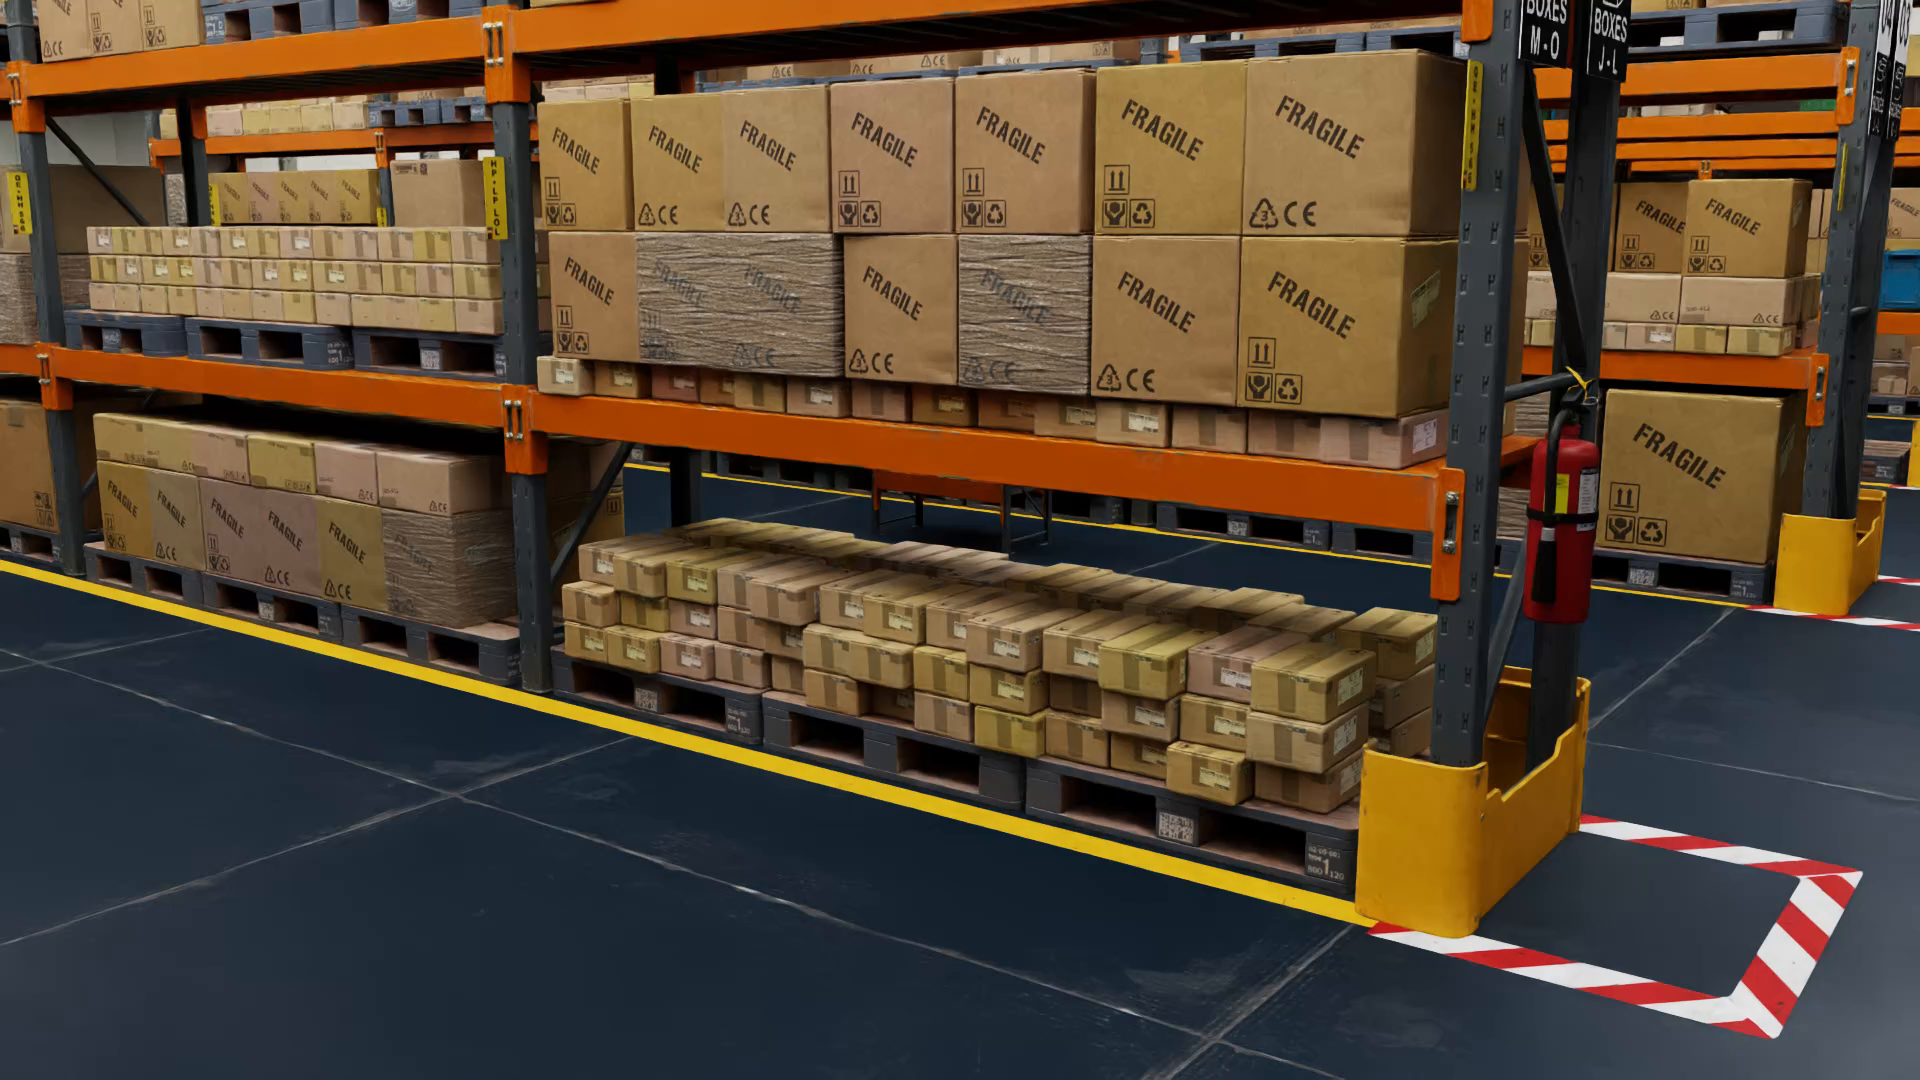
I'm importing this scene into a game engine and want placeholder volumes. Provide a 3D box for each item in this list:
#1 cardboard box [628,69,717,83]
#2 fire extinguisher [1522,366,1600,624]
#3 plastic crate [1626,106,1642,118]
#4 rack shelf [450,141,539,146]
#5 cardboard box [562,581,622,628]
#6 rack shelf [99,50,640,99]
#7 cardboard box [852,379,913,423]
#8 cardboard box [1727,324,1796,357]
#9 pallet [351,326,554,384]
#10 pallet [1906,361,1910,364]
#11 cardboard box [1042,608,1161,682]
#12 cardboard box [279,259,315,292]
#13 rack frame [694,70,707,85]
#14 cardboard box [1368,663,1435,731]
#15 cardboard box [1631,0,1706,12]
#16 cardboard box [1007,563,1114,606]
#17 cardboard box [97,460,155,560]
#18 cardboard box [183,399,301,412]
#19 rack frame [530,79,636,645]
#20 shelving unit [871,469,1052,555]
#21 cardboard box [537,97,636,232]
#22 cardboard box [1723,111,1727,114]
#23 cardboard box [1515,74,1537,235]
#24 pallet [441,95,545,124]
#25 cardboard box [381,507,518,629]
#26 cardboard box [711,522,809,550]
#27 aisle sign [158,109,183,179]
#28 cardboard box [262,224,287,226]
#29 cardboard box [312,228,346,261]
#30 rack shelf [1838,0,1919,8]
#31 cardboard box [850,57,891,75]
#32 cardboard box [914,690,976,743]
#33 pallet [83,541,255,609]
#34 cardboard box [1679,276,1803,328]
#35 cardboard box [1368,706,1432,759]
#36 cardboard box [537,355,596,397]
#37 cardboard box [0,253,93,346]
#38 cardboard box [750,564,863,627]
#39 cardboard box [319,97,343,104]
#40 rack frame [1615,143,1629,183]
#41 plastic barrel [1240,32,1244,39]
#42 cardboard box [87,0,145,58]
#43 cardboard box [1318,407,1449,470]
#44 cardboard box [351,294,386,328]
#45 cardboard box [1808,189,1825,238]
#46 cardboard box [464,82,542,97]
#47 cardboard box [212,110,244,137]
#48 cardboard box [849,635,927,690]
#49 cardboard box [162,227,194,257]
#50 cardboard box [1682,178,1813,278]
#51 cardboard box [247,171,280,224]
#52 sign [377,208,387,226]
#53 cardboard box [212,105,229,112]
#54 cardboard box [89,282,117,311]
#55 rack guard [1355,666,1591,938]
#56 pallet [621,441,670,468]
[{"bbox_3d":[-2.281,-3.871,13.164,0.500,0.500,0.500,8,14,37],"label":"cardboard box"},{"bbox_3d":[1.612,-0.121,4.442,0.183,0.674,0.296,8,13,36],"label":"fire extinguisher"},{"bbox_3d":[5.658,-3.655,14.323,0.466,0.136,0.293,8,13,36],"label":"plastic crate"},{"bbox_3d":[-3.360,-3.528,14.353,3.809,0.124,0.919,8,13,36],"label":"rack shelf"},{"bbox_3d":[-1.439,0.247,6.974,0.250,0.149,0.380,9,14,38],"label":"cardboard box"},{"bbox_3d":[-3.154,-2.331,8.162,3.809,0.124,0.919,8,13,36],"label":"rack shelf"},{"bbox_3d":[-0.173,-0.522,5.990,0.250,0.149,0.380,9,14,38],"label":"cardboard box"},{"bbox_3d":[4.218,-1.055,8.747,0.250,0.149,0.380,8,14,37],"label":"cardboard box"},{"bbox_3d":[-2.072,-0.905,7.813,1.213,0.211,1.003,8,13,36],"label":"pallet"},{"bbox_3d":[12.805,-2.172,21.204,1.213,0.211,1.003,8,13,36],"label":"pallet"},{"bbox_3d":[0.482,0.354,5.634,0.250,0.149,0.380,7,13,33],"label":"cardboard box"},{"bbox_3d":[-3.044,-1.282,8.029,0.250,0.149,0.380,8,14,36],"label":"cardboard box"},{"bbox_3d":[-1.748,-5.034,12.856,0.127,3.000,1.000,8,13,36],"label":"rack frame"},{"bbox_3d":[1.412,0.508,5.621,0.250,0.149,0.380,9,14,38],"label":"cardboard box"},{"bbox_3d":[3.867,-3.098,9.115,0.500,0.500,0.700,7,13,33],"label":"cardboard box"},{"bbox_3d":[0.389,0.205,6.408,0.250,0.149,0.380,8,14,36],"label":"cardboard box"},{"bbox_3d":[-4.347,-0.201,9.145,0.500,0.500,0.500,7,13,33],"label":"cardboard box"},{"bbox_3d":[-4.059,-0.651,9.496,0.500,0.250,0.500,8,13,34],"label":"cardboard box"},{"bbox_3d":[-1.540,-0.891,7.238,0.053,2.616,0.949,8,13,36],"label":"rack frame"},{"bbox_3d":[0.005,-0.552,10.419,1.048,1.125,0.538,8,13,36],"label":"shelving unit"},{"bbox_3d":[-1.322,-1.488,6.648,0.500,0.500,0.500,8,14,37],"label":"cardboard box"},{"bbox_3d":[8.387,-4.592,17.552,0.500,0.250,0.500,8,13,36],"label":"cardboard box"},{"bbox_3d":[1.478,-1.218,5.249,0.500,0.500,0.500,8,13,35],"label":"cardboard box"},{"bbox_3d":[-2.456,-2.806,13.685,4.091,1.712,1.213,8,13,36],"label":"pallet"},{"bbox_3d":[-2.287,0.086,7.664,0.500,0.500,0.500,8,13,34],"label":"cardboard box"},{"bbox_3d":[-0.871,0.034,7.292,0.250,0.149,0.380,8,14,36],"label":"cardboard box"},{"bbox_3d":[-8.424,-4.225,17.627,0.004,0.787,0.394,8,13,36],"label":"aisle sign"},{"bbox_3d":[-6.522,-2.958,16.876,0.500,0.500,0.875,8,13,36],"label":"cardboard box"},{"bbox_3d":[-2.813,-1.398,7.847,0.250,0.149,0.380,7,13,34],"label":"cardboard box"},{"bbox_3d":[8.954,-5.520,17.275,4.000,0.370,1.077,8,13,36],"label":"rack shelf"},{"bbox_3d":[-0.466,-3.675,12.362,0.500,0.500,0.500,9,14,39],"label":"cardboard box"},{"bbox_3d":[0.048,0.591,5.980,0.250,0.149,0.380,8,14,37],"label":"cardboard box"},{"bbox_3d":[-4.137,0.117,9.369,1.213,0.211,1.003,8,13,36],"label":"pallet"},{"bbox_3d":[4.152,-1.275,8.835,0.500,0.250,0.500,8,13,35],"label":"cardboard box"},{"bbox_3d":[1.449,0.645,5.700,0.250,0.149,0.380,8,14,37],"label":"cardboard box"},{"bbox_3d":[-1.507,-0.685,6.836,0.250,0.149,0.380,9,14,38],"label":"cardboard box"},{"bbox_3d":[-5.288,-1.399,9.600,0.500,0.500,0.500,8,13,36],"label":"cardboard box"},{"bbox_3d":[-0.586,0.209,6.385,0.250,0.149,0.380,8,14,37],"label":"cardboard box"},{"bbox_3d":[-5.820,-4.184,15.707,0.250,0.149,0.380,7,13,33],"label":"cardboard box"},{"bbox_3d":[7.342,-3.155,18.939,0.127,3.000,1.000,8,13,36],"label":"rack frame"},{"bbox_3d":[2.941,-4.490,15.519,0.708,0.901,0.600,8,13,36],"label":"plastic barrel"},{"bbox_3d":[-4.056,-2.702,8.438,0.500,0.500,0.500,8,13,36],"label":"cardboard box"},{"bbox_3d":[1.252,-0.311,4.901,0.250,0.149,0.380,8,14,36],"label":"cardboard box"},{"bbox_3d":[-2.590,-1.073,7.736,0.250,0.149,0.380,7,13,33],"label":"cardboard box"},{"bbox_3d":[8.802,-3.425,17.440,0.500,0.500,0.500,8,14,37],"label":"cardboard box"},{"bbox_3d":[-3.892,-4.094,14.518,0.637,0.503,0.797,9,14,38],"label":"cardboard box"},{"bbox_3d":[-7.145,-4.180,16.734,0.500,0.250,0.500,8,13,35],"label":"cardboard box"},{"bbox_3d":[-0.191,0.418,6.087,0.250,0.149,0.380,8,14,36],"label":"cardboard box"},{"bbox_3d":[-3.882,-1.546,8.611,0.250,0.149,0.380,7,13,33],"label":"cardboard box"},{"bbox_3d":[4.151,-1.644,8.767,0.500,0.500,0.500,8,14,36],"label":"cardboard box"},{"bbox_3d":[-6.705,-3.401,16.536,0.500,0.500,0.500,8,13,36],"label":"cardboard box"},{"bbox_3d":[-5.287,-2.879,15.235,0.005,0.325,0.100,8,13,36],"label":"sign"},{"bbox_3d":[-7.313,-4.393,16.788,0.250,0.149,0.380,8,13,35],"label":"cardboard box"},{"bbox_3d":[-4.525,-1.342,9.124,0.250,0.149,0.380,8,13,35],"label":"cardboard box"},{"bbox_3d":[1.621,0.778,5.192,0.348,0.500,1.175,8,13,36],"label":"rack guard"},{"bbox_3d":[-2.377,-0.807,14.146,1.213,0.211,1.003,8,13,36],"label":"pallet"}]
